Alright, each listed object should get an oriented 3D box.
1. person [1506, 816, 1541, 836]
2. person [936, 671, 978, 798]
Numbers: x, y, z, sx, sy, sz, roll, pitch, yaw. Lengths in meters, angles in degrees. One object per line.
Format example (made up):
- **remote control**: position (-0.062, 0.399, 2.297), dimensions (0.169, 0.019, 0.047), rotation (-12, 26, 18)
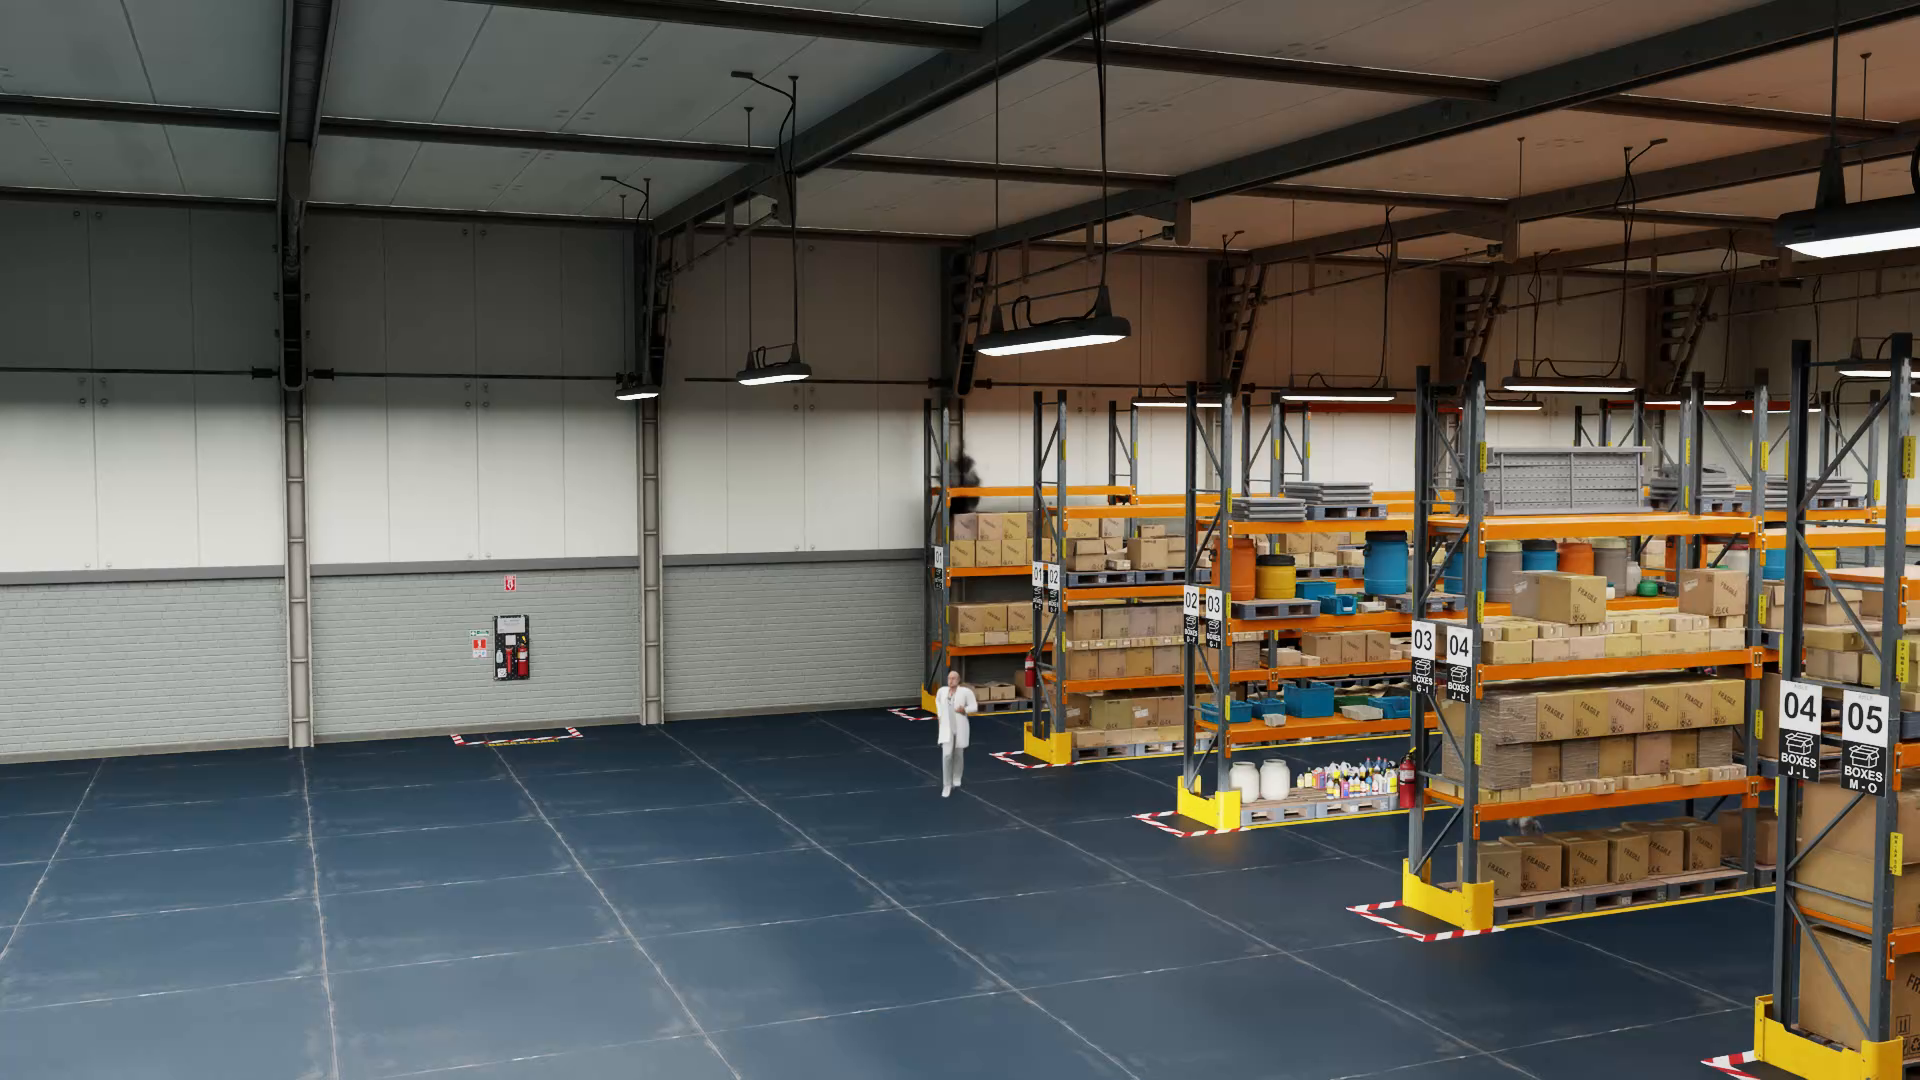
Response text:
- **person**: position (7.038, 3.098, 20.523), dimensions (0.587, 1.716, 0.701), rotation (-2, 4, -28)
- **person**: position (-0.055, 2.888, 24.524), dimensions (0.668, 1.767, 0.864), rotation (0, 3, 7)
